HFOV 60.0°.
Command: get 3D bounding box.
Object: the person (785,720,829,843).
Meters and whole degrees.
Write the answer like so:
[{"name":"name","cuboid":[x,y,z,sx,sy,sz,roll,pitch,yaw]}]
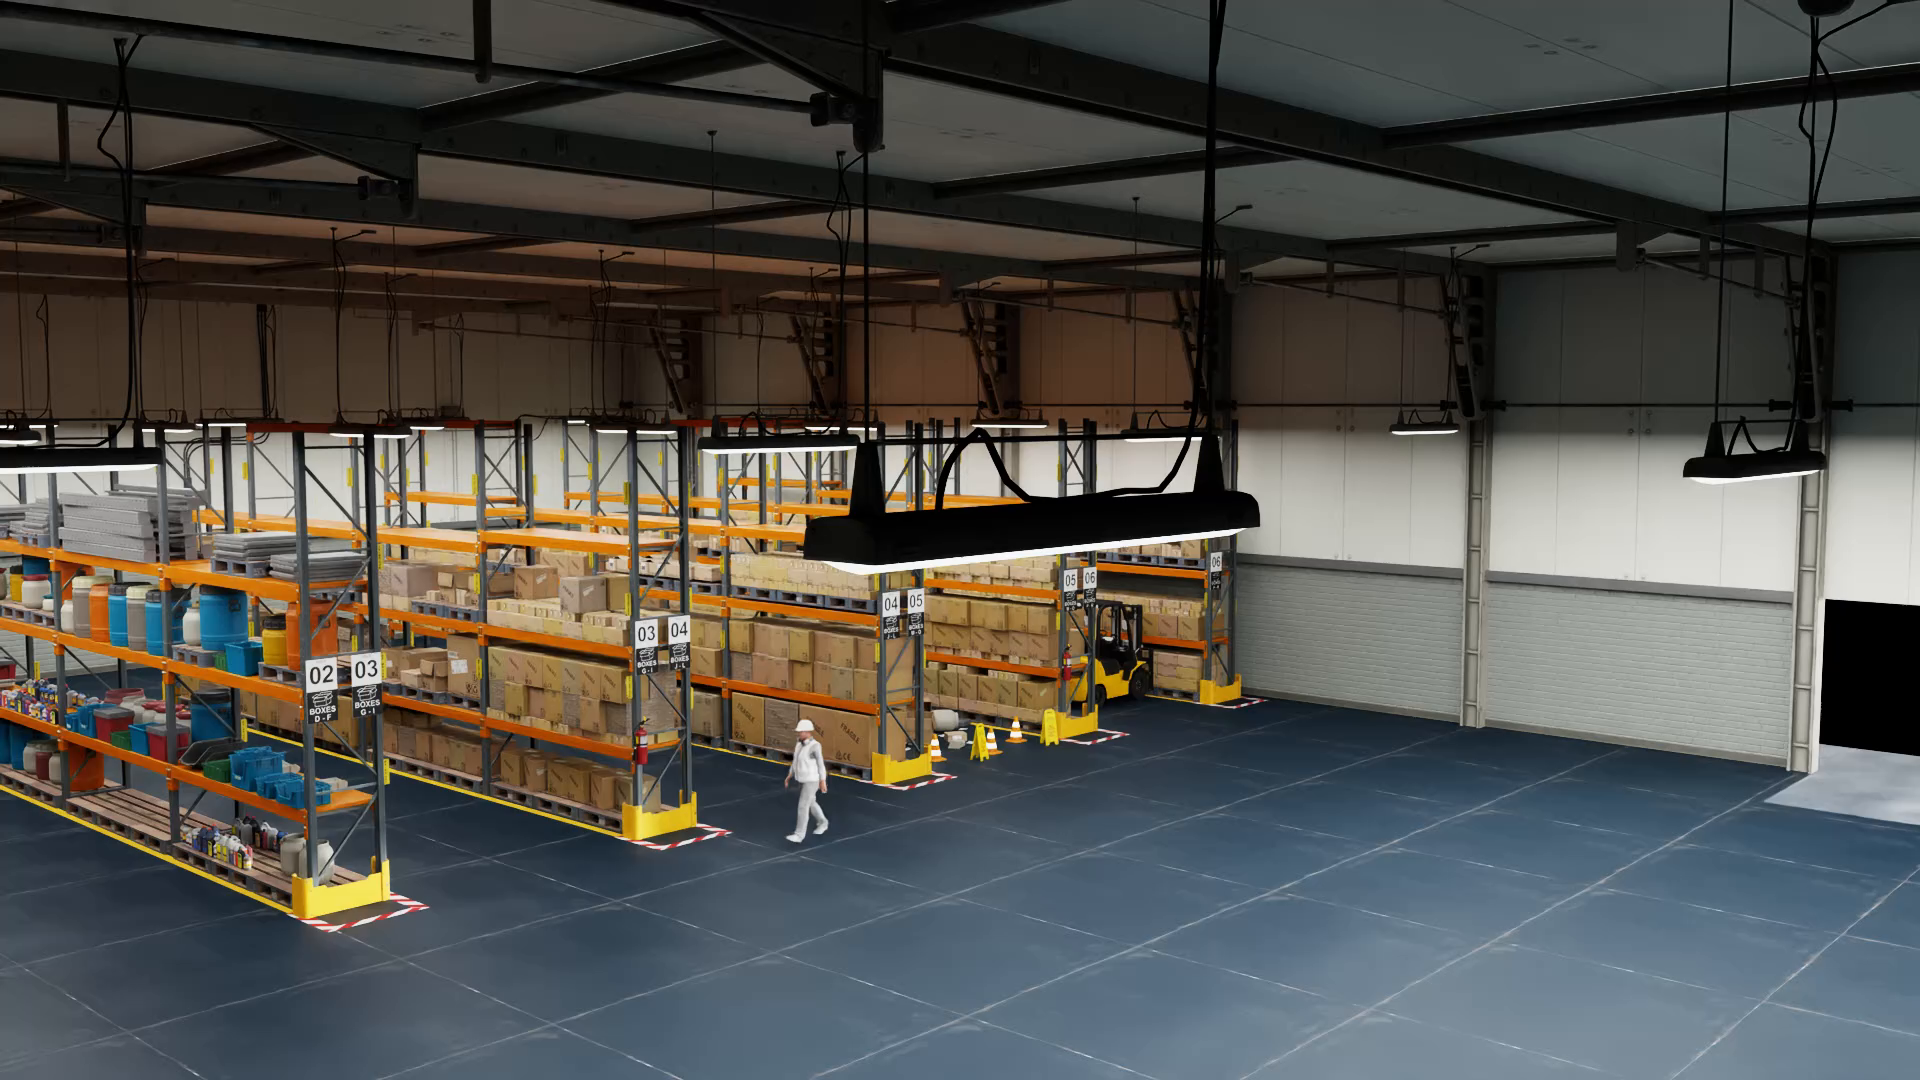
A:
[{"name":"person","cuboid":[-2.246,3.485,24.206,0.874,1.755,0.544,-3,6,-33]}]
